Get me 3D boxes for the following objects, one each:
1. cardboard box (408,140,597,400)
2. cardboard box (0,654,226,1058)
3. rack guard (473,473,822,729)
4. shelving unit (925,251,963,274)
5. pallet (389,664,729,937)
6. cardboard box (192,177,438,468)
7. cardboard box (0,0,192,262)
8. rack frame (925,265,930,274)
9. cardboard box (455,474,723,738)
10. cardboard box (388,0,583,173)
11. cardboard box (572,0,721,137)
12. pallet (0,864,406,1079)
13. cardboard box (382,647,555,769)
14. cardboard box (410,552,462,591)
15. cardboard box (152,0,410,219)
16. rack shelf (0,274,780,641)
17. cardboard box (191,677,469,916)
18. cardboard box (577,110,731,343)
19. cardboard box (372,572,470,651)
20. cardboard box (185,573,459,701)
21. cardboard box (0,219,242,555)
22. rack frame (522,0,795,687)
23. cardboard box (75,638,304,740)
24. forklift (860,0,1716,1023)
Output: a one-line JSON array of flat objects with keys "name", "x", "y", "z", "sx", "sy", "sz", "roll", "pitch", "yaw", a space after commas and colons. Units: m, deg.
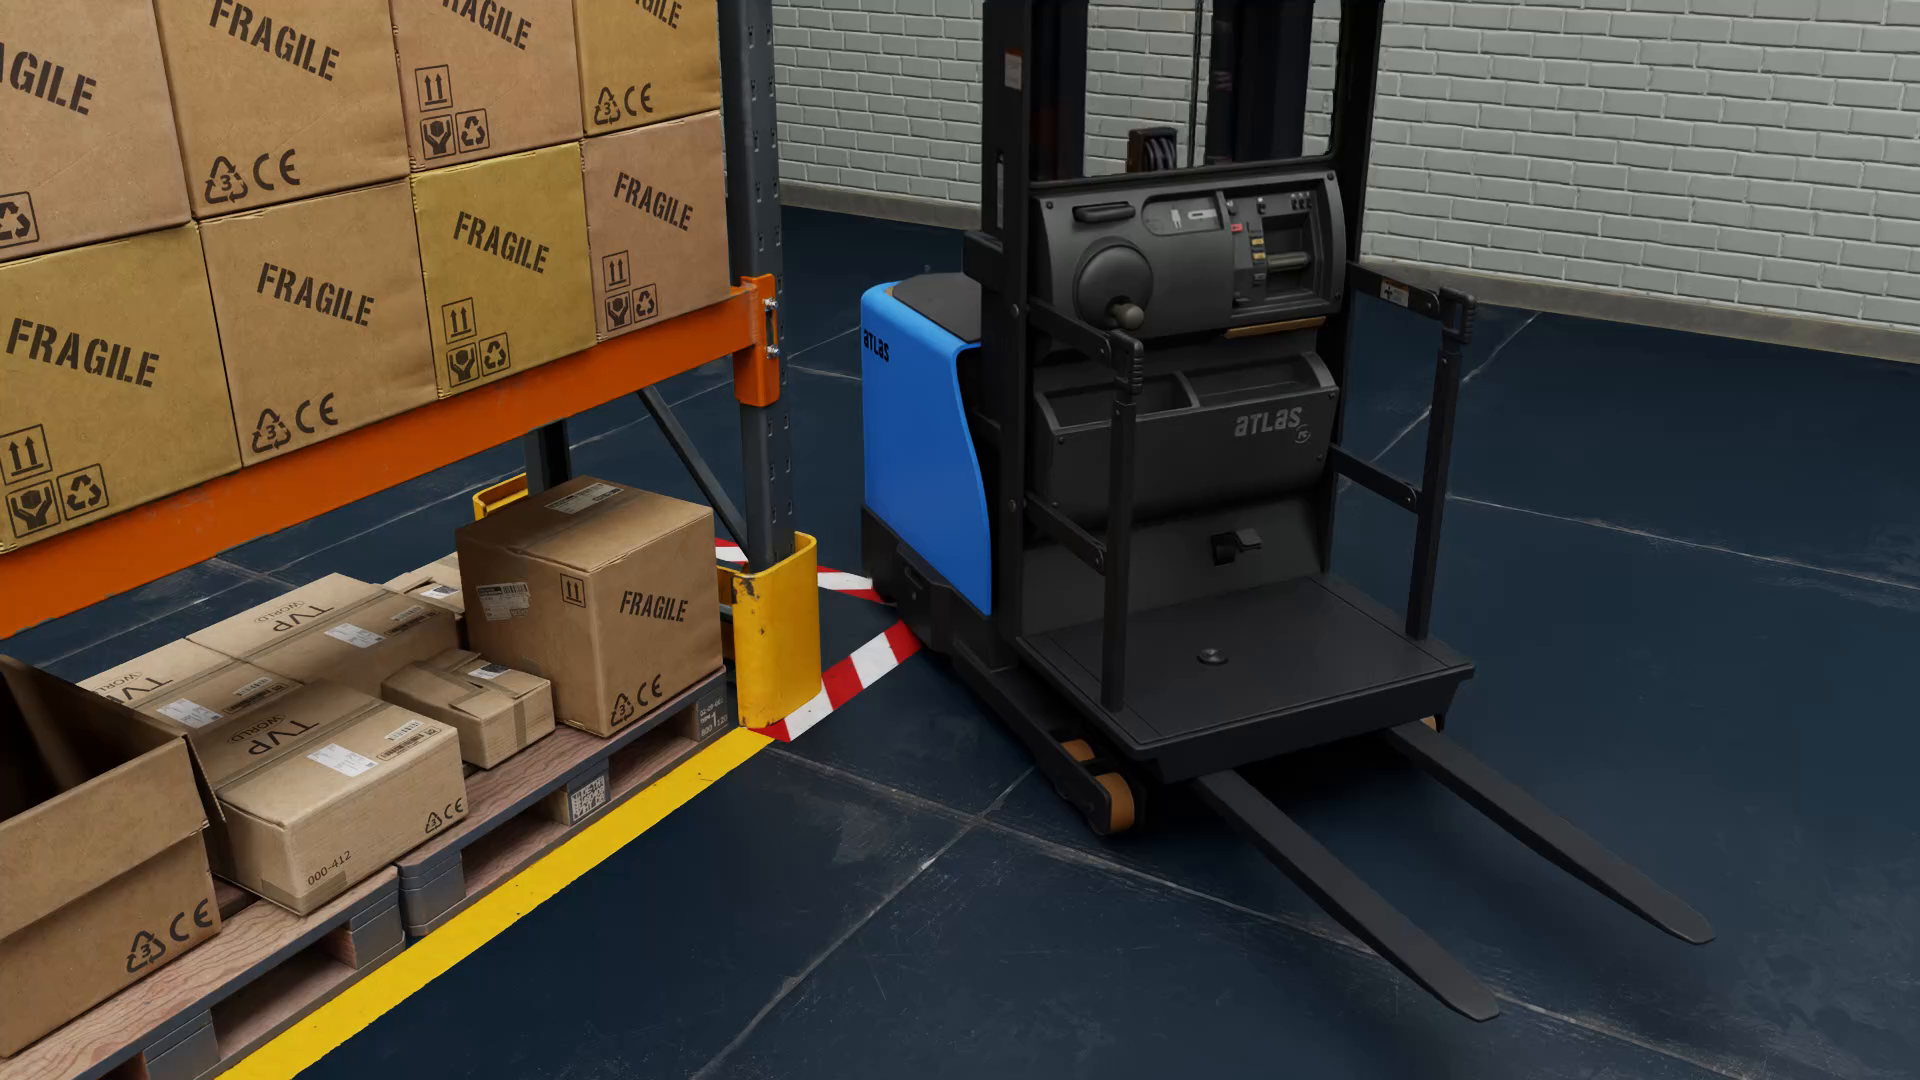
[{"name": "cardboard box", "x": -1.228, "y": -0.672, "z": 3.902, "sx": 0.500, "sy": 0.500, "sz": 0.500, "roll": 14, "pitch": 27, "yaw": 29}, {"name": "cardboard box", "x": -2.076, "y": 0.648, "z": 3.566, "sx": 0.797, "sy": 0.503, "sz": 0.637, "roll": 14, "pitch": 27, "yaw": 29}, {"name": "rack guard", "x": -0.992, "y": 0.162, "z": 5.246, "sx": 1.175, "sy": 0.500, "sz": 0.348, "roll": 14, "pitch": 27, "yaw": 29}, {"name": "shelving unit", "x": 0.028, "y": -0.500, "z": 6.084, "sx": 0.215, "sy": 1.050, "sz": 0.252, "roll": 14, "pitch": 27, "yaw": 29}, {"name": "pallet", "x": -1.412, "y": 0.564, "z": 4.682, "sx": 1.003, "sy": 0.211, "sz": 1.213, "roll": 14, "pitch": 27, "yaw": 29}, {"name": "cardboard box", "x": -1.496, "y": -0.505, "z": 3.516, "sx": 0.500, "sy": 0.500, "sz": 0.500, "roll": 14, "pitch": 27, "yaw": 29}, {"name": "cardboard box", "x": -1.760, "y": -0.788, "z": 2.909, "sx": 0.500, "sy": 0.500, "sz": 0.500, "roll": 15, "pitch": 27, "yaw": 31}, {"name": "rack frame", "x": -0.037, "y": -0.459, "z": 5.989, "sx": 0.200, "sy": 1.050, "sz": 0.008, "roll": 14, "pitch": 27, "yaw": 29}, {"name": "cardboard box", "x": -1.030, "y": 0.170, "z": 4.675, "sx": 0.500, "sy": 0.500, "sz": 0.500, "roll": 14, "pitch": 27, "yaw": 29}, {"name": "cardboard box", "x": -1.219, "y": -1.137, "z": 3.716, "sx": 0.500, "sy": 0.500, "sz": 0.500, "roll": 15, "pitch": 27, "yaw": 30}, {"name": "cardboard box", "x": -0.954, "y": -1.308, "z": 4.110, "sx": 0.500, "sy": 0.500, "sz": 0.500, "roll": 14, "pitch": 27, "yaw": 29}, {"name": "pallet", "x": -2.057, "y": 0.974, "z": 3.734, "sx": 1.003, "sy": 0.211, "sz": 1.213, "roll": 14, "pitch": 27, "yaw": 29}, {"name": "cardboard box", "x": -1.320, "y": 0.441, "z": 4.469, "sx": 0.380, "sy": 0.166, "sz": 0.250, "roll": 14, "pitch": 27, "yaw": 29}, {"name": "cardboard box", "x": -1.465, "y": 0.165, "z": 5.128, "sx": 0.380, "sy": 0.149, "sz": 0.250, "roll": 14, "pitch": 27, "yaw": 29}, {"name": "cardboard box", "x": -1.489, "y": -0.961, "z": 3.309, "sx": 0.500, "sy": 0.500, "sz": 0.500, "roll": 15, "pitch": 27, "yaw": 30}, {"name": "rack shelf", "x": -2.007, "y": -0.005, "z": 3.392, "sx": 1.077, "sy": 0.370, "sz": 4.000, "roll": 14, "pitch": 27, "yaw": 29}, {"name": "cardboard box", "x": -1.556, "y": 0.599, "z": 3.998, "sx": 0.500, "sy": 0.250, "sz": 0.500, "roll": 14, "pitch": 27, "yaw": 29}, {"name": "cardboard box", "x": -0.957, "y": -0.848, "z": 4.308, "sx": 0.500, "sy": 0.500, "sz": 0.500, "roll": 15, "pitch": 27, "yaw": 31}, {"name": "cardboard box", "x": -1.597, "y": 0.241, "z": 4.929, "sx": 0.380, "sy": 0.166, "sz": 0.250, "roll": 14, "pitch": 27, "yaw": 29}, {"name": "cardboard box", "x": -1.744, "y": 0.342, "z": 4.591, "sx": 0.500, "sy": 0.250, "sz": 0.500, "roll": 14, "pitch": 27, "yaw": 29}, {"name": "cardboard box", "x": -1.762, "y": -0.335, "z": 3.123, "sx": 0.500, "sy": 0.500, "sz": 0.500, "roll": 13, "pitch": 27, "yaw": 28}, {"name": "rack frame", "x": -0.952, "y": -1.011, "z": 4.809, "sx": 1.000, "sy": 3.000, "sz": 0.127, "roll": 14, "pitch": 27, "yaw": 29}, {"name": "cardboard box", "x": -2.008, "y": 0.511, "z": 4.201, "sx": 0.500, "sy": 0.250, "sz": 0.500, "roll": 14, "pitch": 27, "yaw": 29}, {"name": "forklift", "x": 0.732, "y": -0.755, "z": 4.305, "sx": 1.130, "sy": 2.935, "sz": 3.031, "roll": -10, "pitch": 26, "yaw": -23}]
